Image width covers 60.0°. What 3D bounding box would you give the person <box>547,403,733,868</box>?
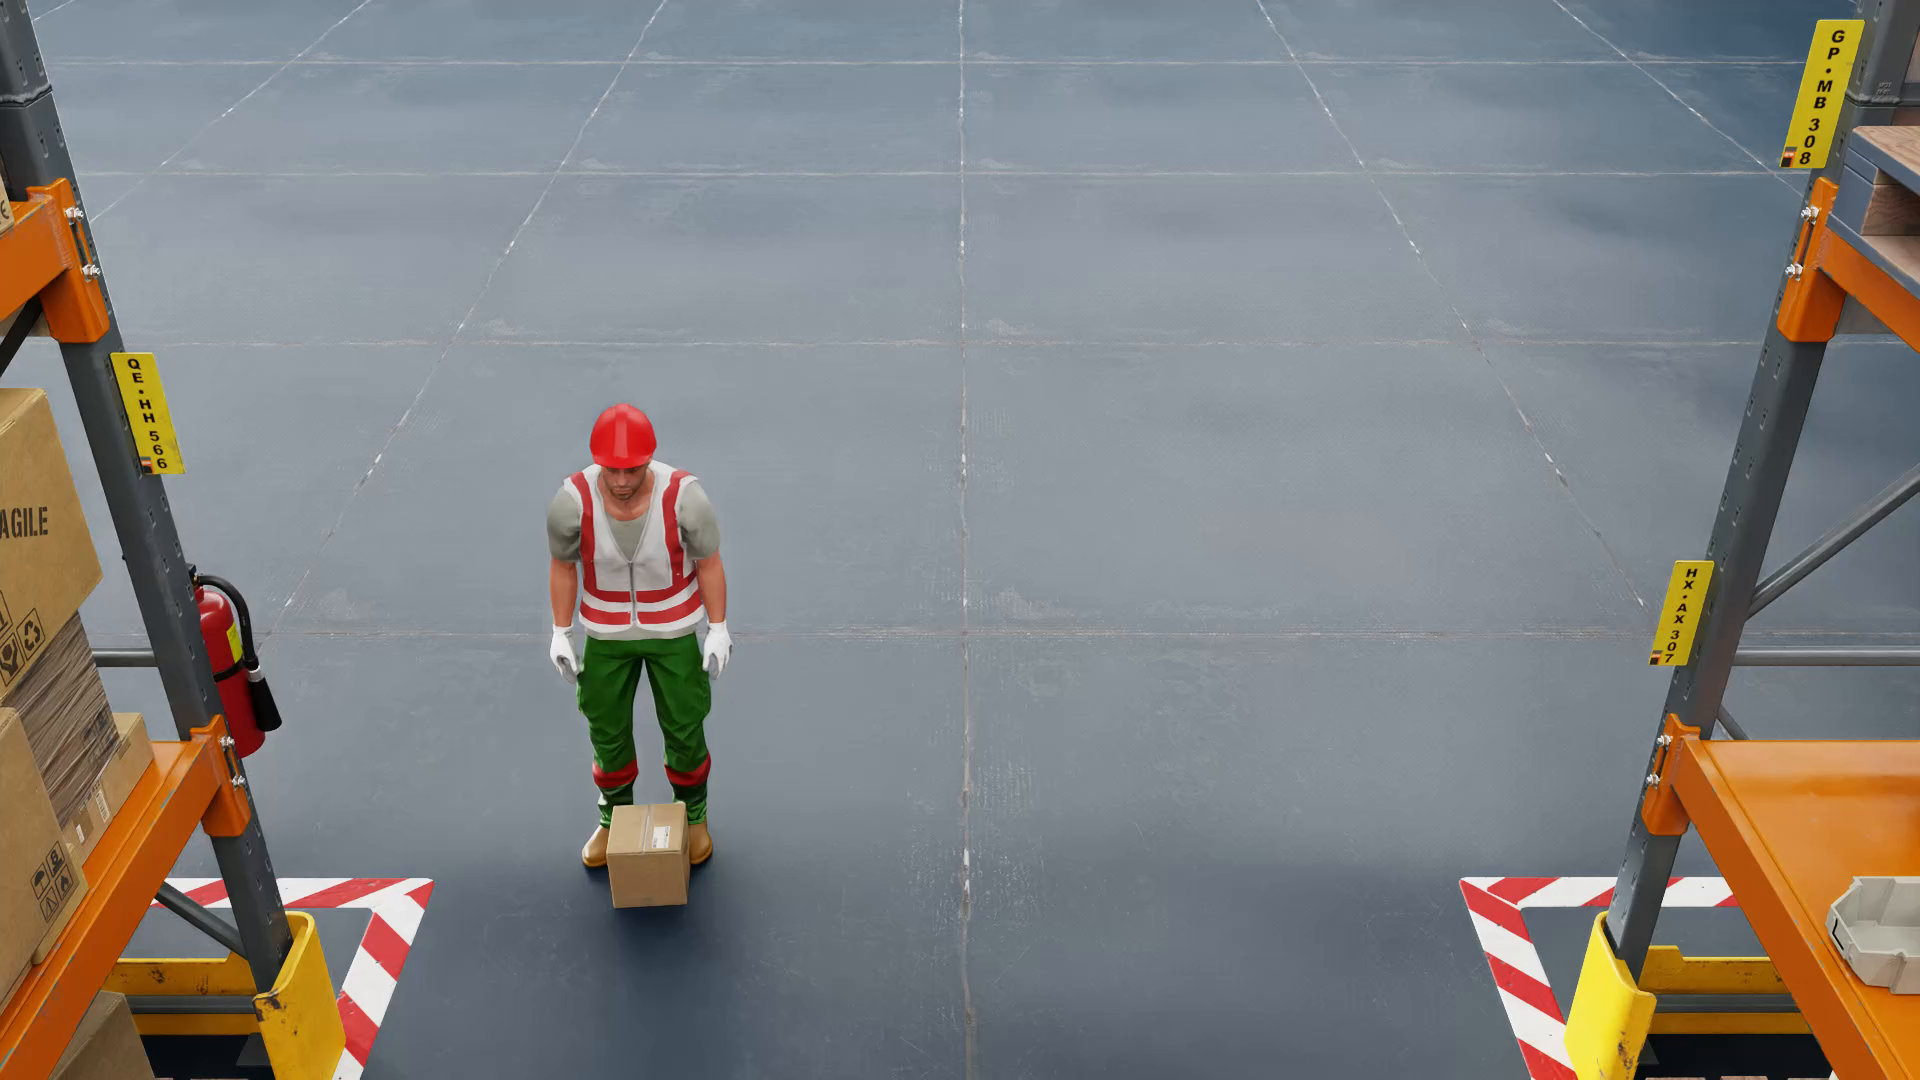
[{"bbox_3d":[-1.072,0.328,5.583,0.610,1.774,0.451,-2,31,-3],"label":"person"}]
